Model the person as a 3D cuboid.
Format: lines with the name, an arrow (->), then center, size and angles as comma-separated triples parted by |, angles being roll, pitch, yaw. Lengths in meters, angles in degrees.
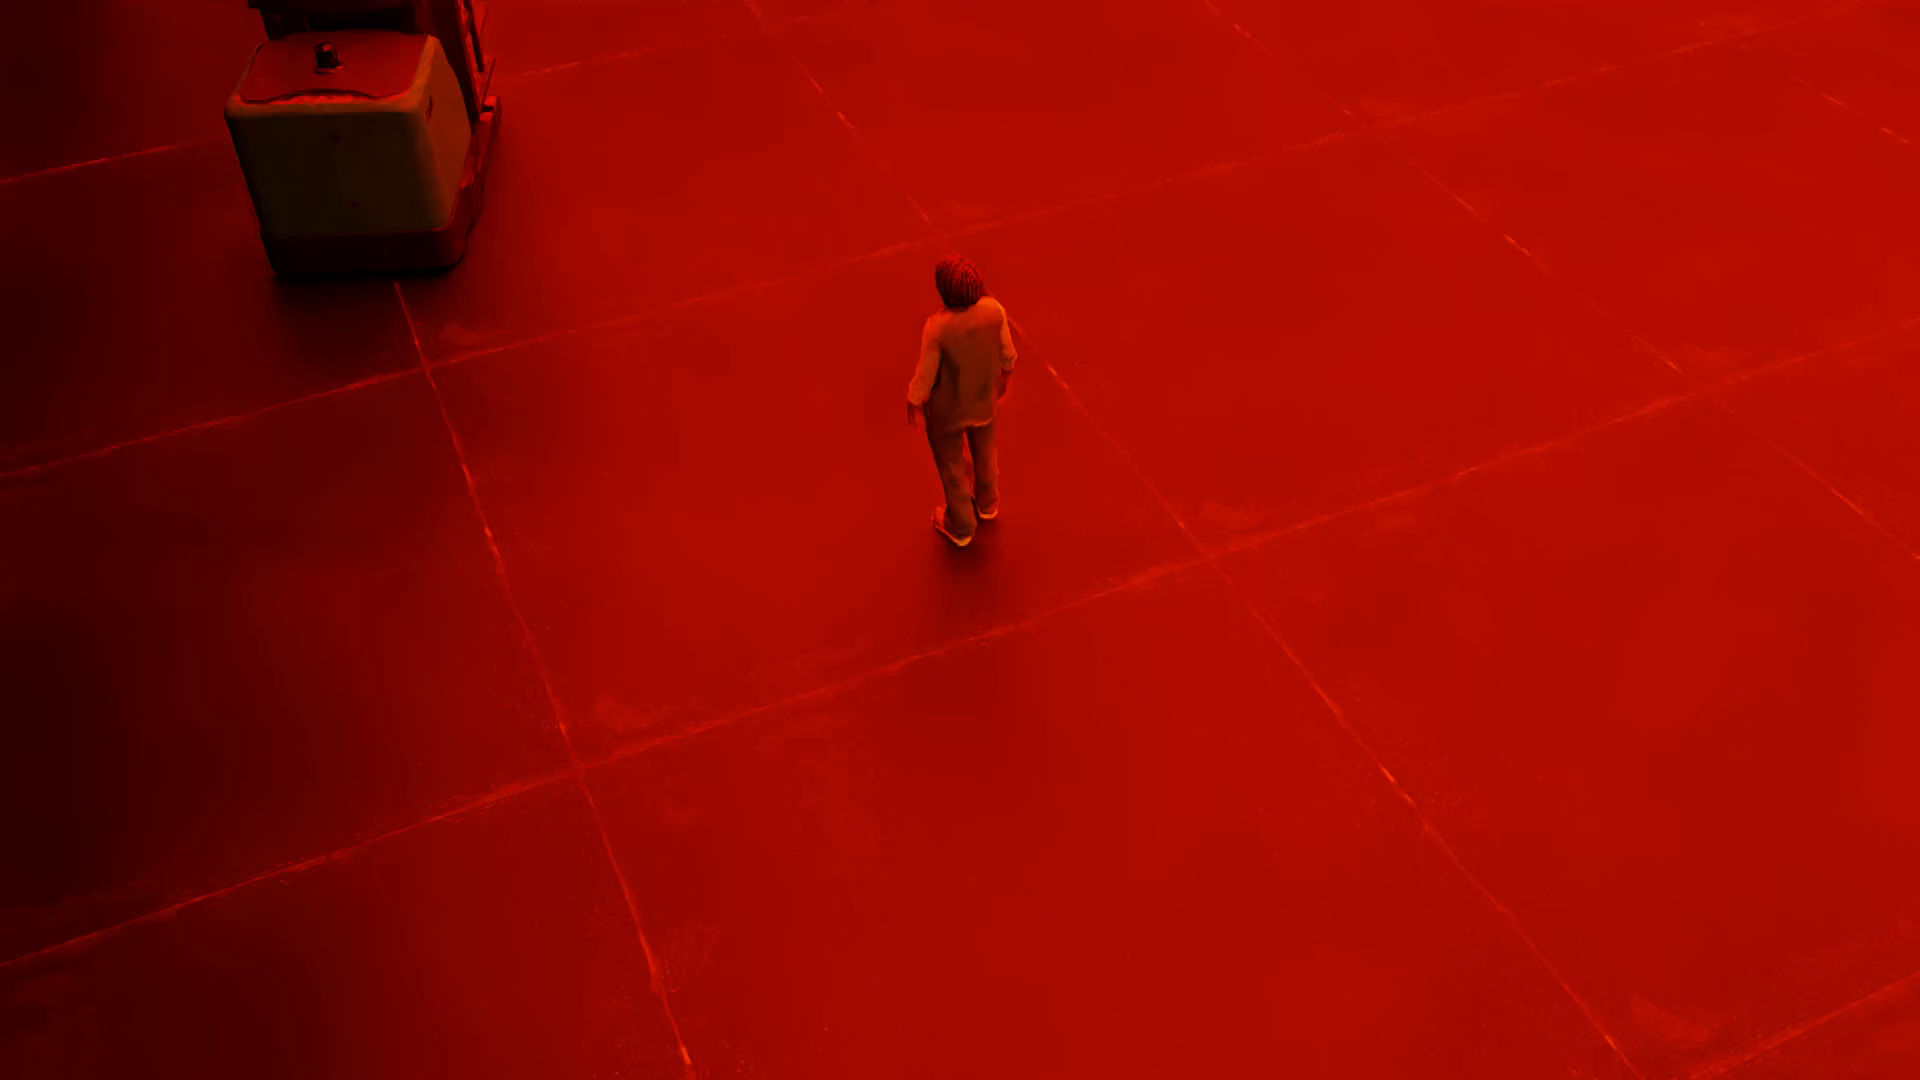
person -> -0.018, -0.639, 7.332 | 0.521, 1.597, 0.474 | -18, 46, -18

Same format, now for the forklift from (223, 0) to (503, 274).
forklift -> -3.480, -3.561, 9.496 | 1.130, 2.935, 3.031 | -3, 43, -4
